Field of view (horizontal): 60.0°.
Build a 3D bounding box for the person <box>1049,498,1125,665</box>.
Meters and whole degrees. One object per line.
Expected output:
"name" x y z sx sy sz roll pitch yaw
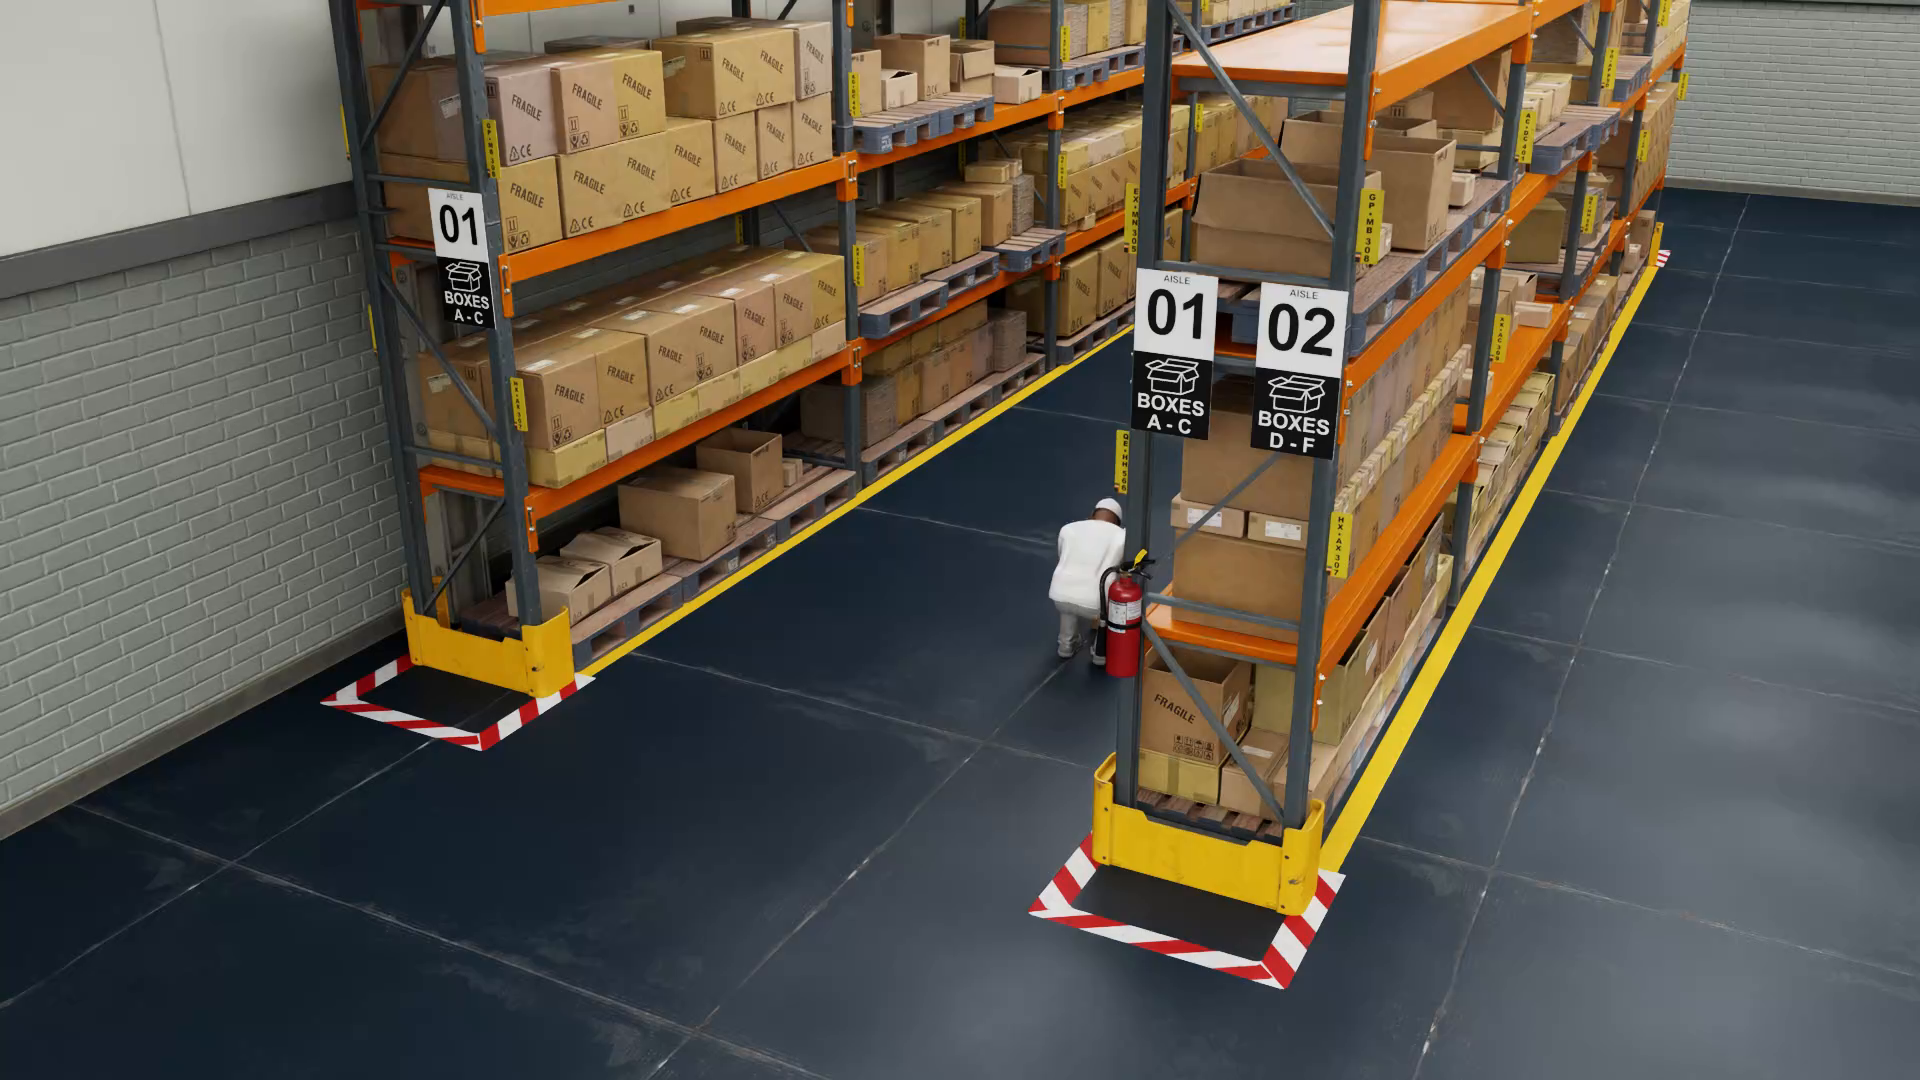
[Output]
"person" 0.879 0.275 11.139 0.572 0.941 0.897 11 25 25
